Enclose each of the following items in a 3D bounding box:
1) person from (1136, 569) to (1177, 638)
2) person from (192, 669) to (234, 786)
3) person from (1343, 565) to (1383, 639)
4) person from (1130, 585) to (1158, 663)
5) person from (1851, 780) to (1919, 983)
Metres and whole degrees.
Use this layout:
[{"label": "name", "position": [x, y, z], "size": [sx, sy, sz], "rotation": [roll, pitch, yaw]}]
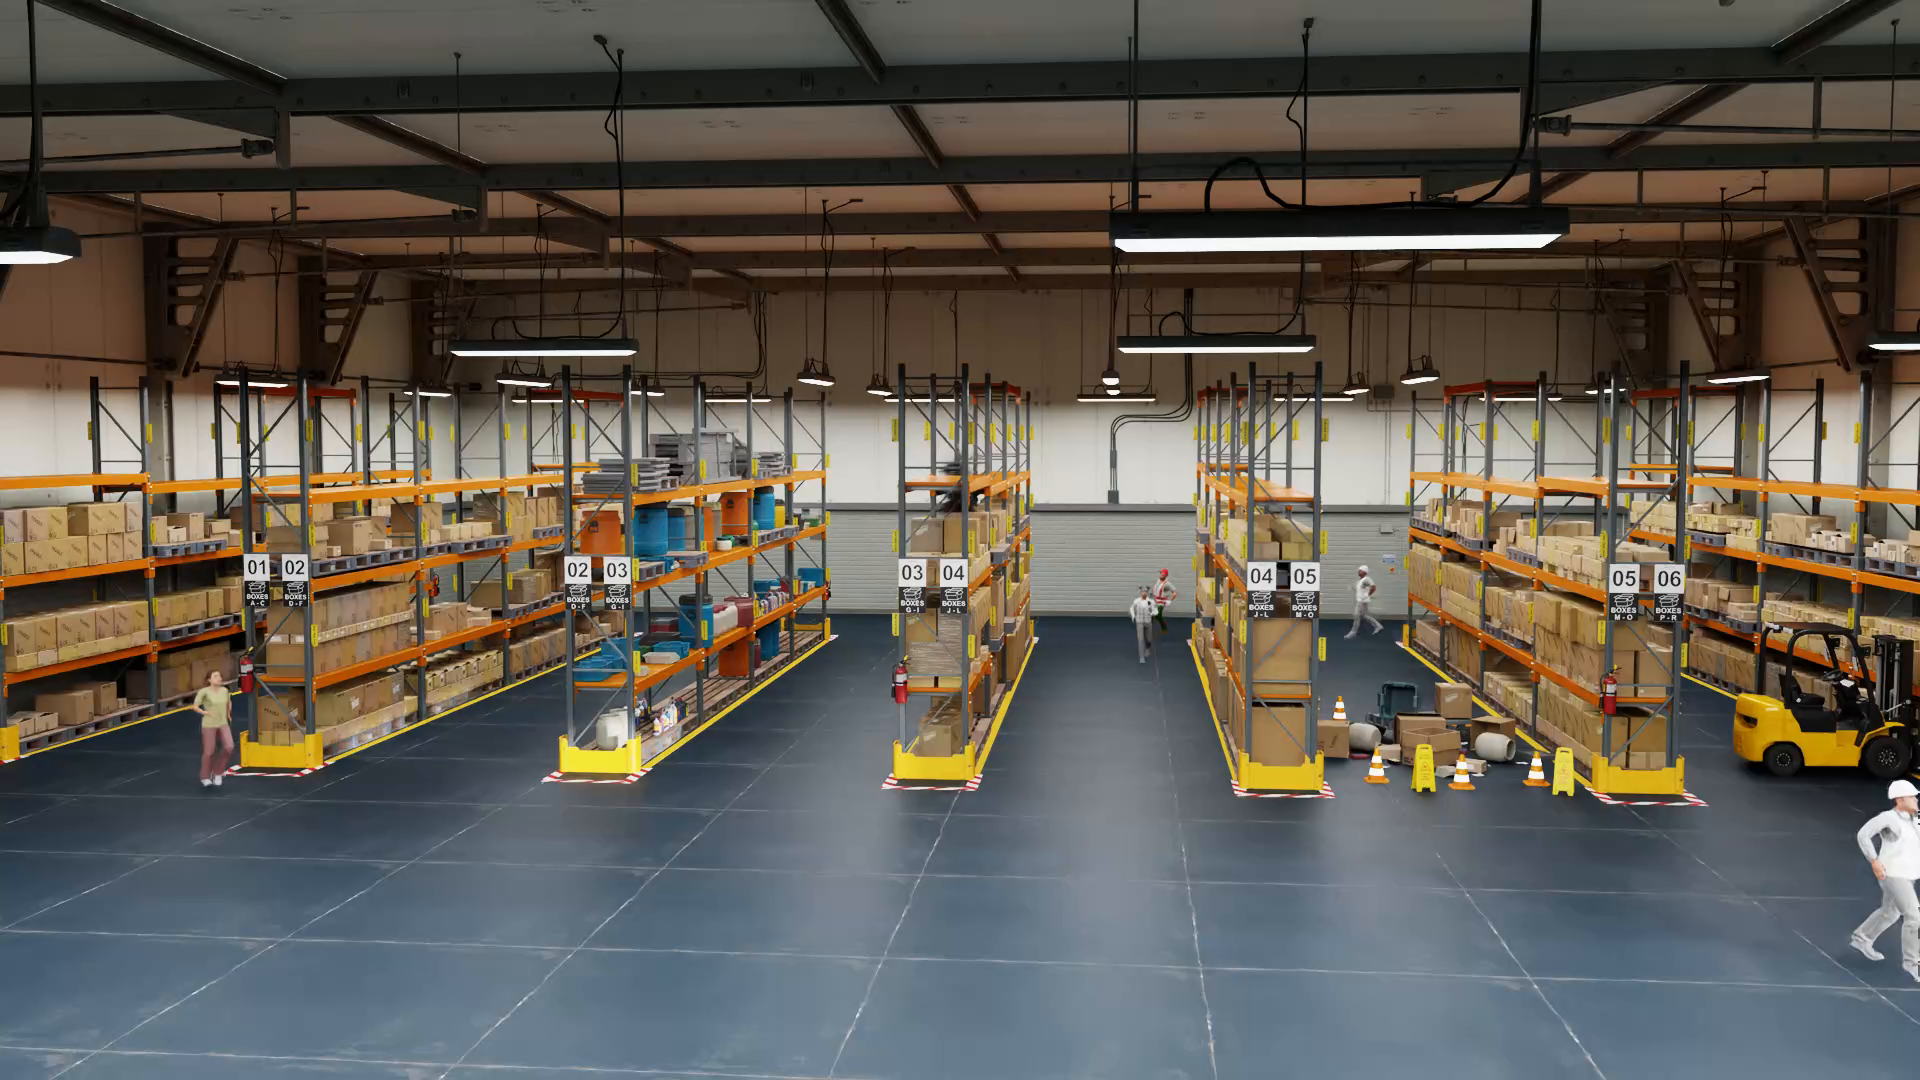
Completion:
[{"label": "person", "position": [4.769, 1.541, 40.545], "size": [0.912, 1.724, 0.817], "rotation": [0, 4, -4]}, {"label": "person", "position": [-10.542, 2.657, 23.579], "size": [0.563, 1.656, 0.592], "rotation": [4, 5, 45]}, {"label": "person", "position": [9.828, 1.510, 40.456], "size": [0.970, 1.800, 0.688], "rotation": [0, 4, 5]}, {"label": "person", "position": [4.028, 1.824, 36.381], "size": [0.623, 1.658, 0.877], "rotation": [0, 4, 6]}, {"label": "person", "position": [8.706, 3.130, 15.460], "size": [0.643, 1.825, 0.791], "rotation": [-3, 5, -39]}]
